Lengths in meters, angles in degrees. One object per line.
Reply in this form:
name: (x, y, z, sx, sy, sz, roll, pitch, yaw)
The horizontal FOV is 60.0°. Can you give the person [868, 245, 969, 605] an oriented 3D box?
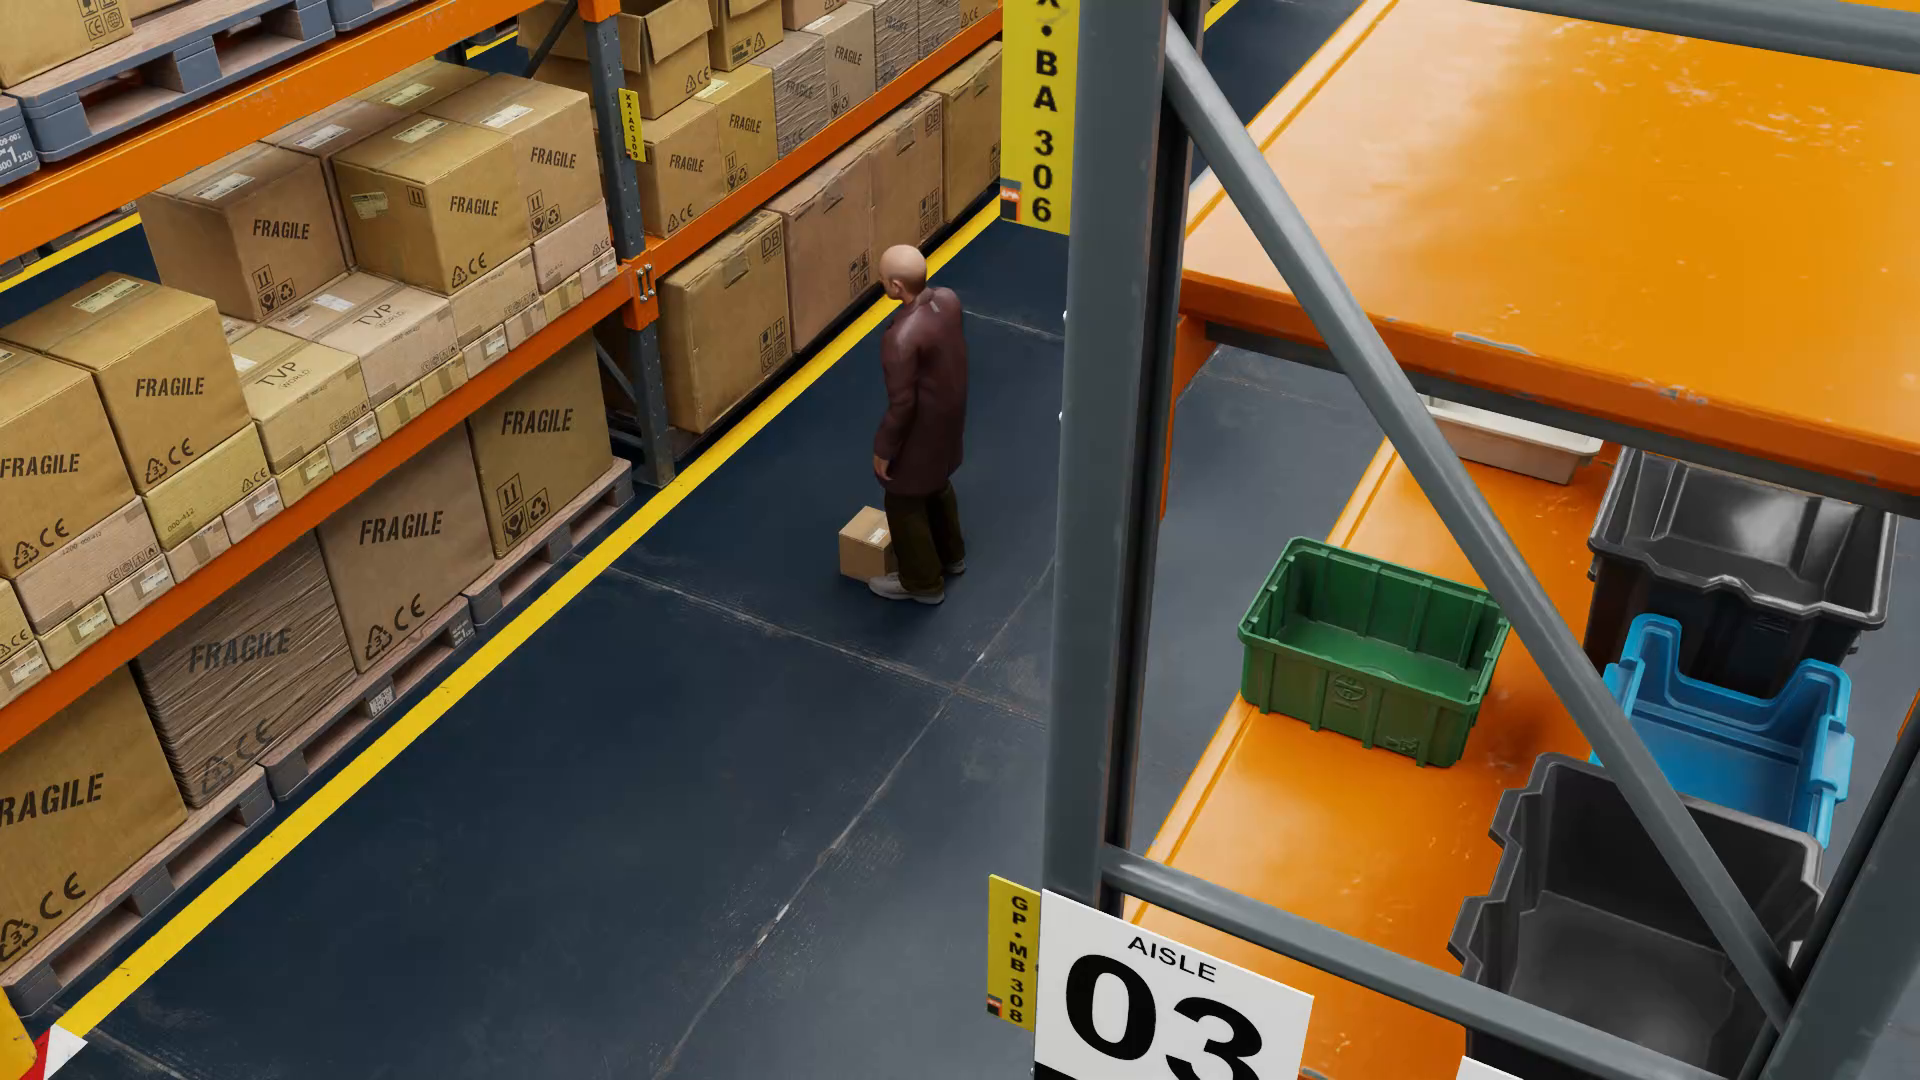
person: (-0.184, -0.508, 7.424, 0.423, 1.774, 0.643, 18, 41, 22)
